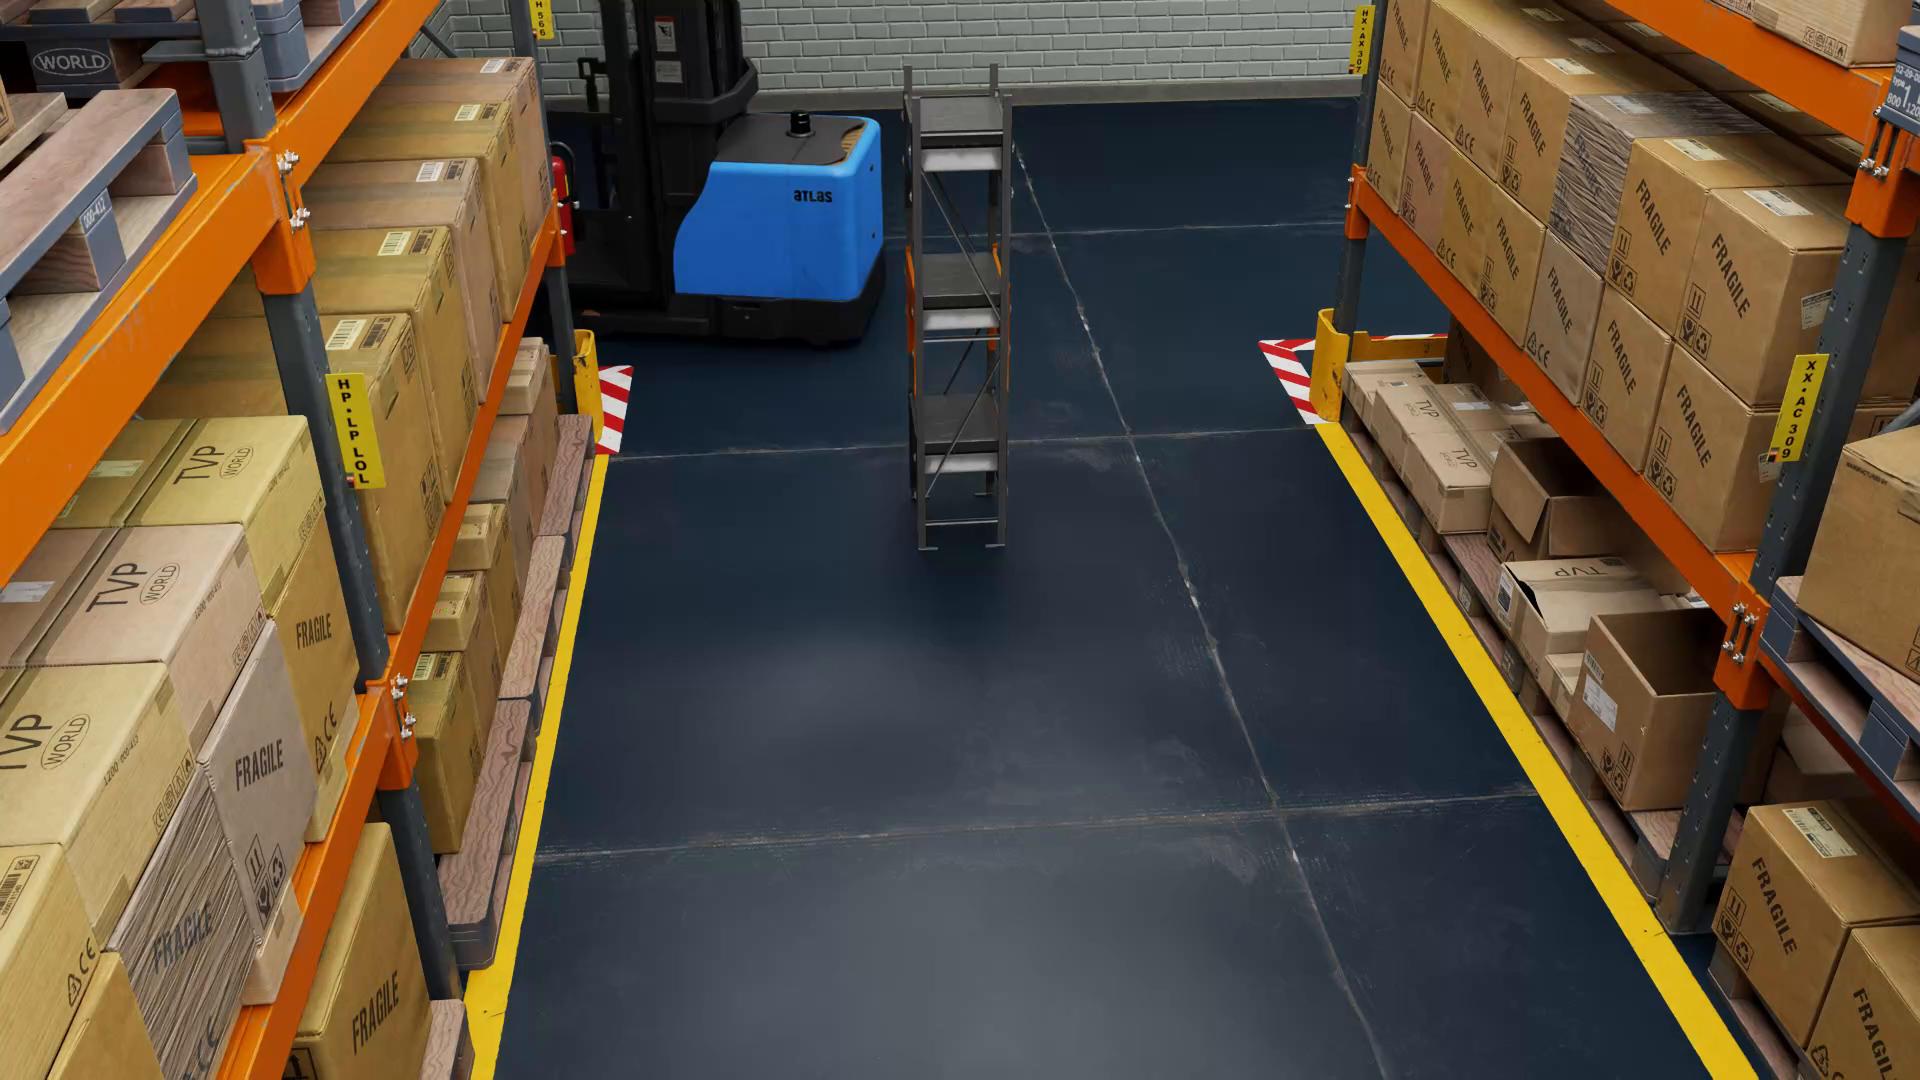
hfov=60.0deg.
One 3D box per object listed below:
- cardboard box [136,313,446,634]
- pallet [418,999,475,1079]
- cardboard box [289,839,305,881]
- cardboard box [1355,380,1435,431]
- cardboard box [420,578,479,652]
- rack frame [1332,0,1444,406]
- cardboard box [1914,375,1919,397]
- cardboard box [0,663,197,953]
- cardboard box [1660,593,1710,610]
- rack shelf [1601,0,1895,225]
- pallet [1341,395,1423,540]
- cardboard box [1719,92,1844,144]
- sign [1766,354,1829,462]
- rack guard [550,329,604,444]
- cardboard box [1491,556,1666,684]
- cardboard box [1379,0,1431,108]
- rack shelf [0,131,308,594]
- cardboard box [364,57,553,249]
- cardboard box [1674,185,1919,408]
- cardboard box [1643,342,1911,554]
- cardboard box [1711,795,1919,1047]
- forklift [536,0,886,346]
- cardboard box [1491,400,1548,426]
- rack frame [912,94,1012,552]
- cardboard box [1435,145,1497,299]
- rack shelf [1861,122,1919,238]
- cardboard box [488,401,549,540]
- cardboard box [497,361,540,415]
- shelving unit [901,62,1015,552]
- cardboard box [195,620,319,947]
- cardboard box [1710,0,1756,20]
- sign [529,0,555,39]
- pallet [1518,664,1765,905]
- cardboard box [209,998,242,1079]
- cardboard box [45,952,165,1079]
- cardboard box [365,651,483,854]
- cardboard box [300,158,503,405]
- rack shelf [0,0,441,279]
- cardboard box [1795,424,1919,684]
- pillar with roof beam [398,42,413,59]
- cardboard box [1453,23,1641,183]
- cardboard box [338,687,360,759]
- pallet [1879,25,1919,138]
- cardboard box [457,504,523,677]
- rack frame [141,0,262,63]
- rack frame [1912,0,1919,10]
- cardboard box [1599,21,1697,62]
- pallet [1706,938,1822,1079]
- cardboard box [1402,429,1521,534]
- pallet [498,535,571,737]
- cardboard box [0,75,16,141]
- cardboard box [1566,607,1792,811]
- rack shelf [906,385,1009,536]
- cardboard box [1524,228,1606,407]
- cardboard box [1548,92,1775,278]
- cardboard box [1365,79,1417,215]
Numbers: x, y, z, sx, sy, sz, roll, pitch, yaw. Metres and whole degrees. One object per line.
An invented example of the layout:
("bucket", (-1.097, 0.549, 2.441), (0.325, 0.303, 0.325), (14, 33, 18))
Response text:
("cardboard box", (-2.114, -0.187, 4.845), (0.980, 0.700, 0.700), (-2, 31, -4))
("pallet", (-1.933, 1.807, 4.519), (1.003, 0.211, 1.213), (-3, 31, -5))
("cardboard box", (-1.740, 0.740, 3.812), (0.380, 0.149, 0.250), (-2, 31, -3))
("cardboard box", (2.199, -0.676, 8.291), (0.380, 0.166, 0.250), (-3, 31, -5))
("cardboard box", (-1.898, 0.264, 5.779), (0.380, 0.149, 0.250), (-2, 31, -3))
("rack frame", (2.478, -2.062, 8.277), (1.000, 3.000, 0.127), (-3, 31, -5))
("cardboard box", (3.088, -0.746, 5.001), (0.500, 0.500, 0.500), (-2, 31, -3))
("cardboard box", (-1.696, 0.467, 2.905), (0.500, 0.250, 0.500), (-2, 31, -4))
("cardboard box", (2.937, 0.342, 6.586), (0.380, 0.166, 0.250), (-3, 31, -5))
("rack shelf", (2.665, -2.020, 5.983), (1.077, 0.370, 4.000), (-3, 31, -5))
("pallet", (2.561, -0.419, 8.246), (1.003, 0.211, 1.213), (-3, 31, -5))
("cardboard box", (2.992, -1.272, 5.881), (0.500, 0.500, 0.500), (-4, 31, -6))
("sign", (2.312, -0.361, 4.586), (0.100, 0.325, 0.005), (-3, 31, -5))
("rack guard", (-2.456, -0.762, 8.538), (1.175, 0.500, 0.348), (-3, 31, -5))
("cardboard box", (2.446, 0.286, 6.540), (0.500, 0.311, 0.500), (-3, 31, -5))
("cardboard box", (2.257, -2.295, 7.594), (0.500, 0.500, 0.500), (-2, 31, -3))
("rack shelf", (-1.893, 0.262, 2.163), (1.077, 0.370, 4.000), (-3, 31, -5))
("cardboard box", (-2.396, -1.692, 7.364), (0.980, 0.700, 0.700), (-1, 31, -2))
("cardboard box", (2.547, -0.738, 4.987), (0.500, 0.500, 0.500), (-3, 31, -4))
("cardboard box", (2.550, -0.306, 5.239), (0.500, 0.500, 0.500), (-2, 31, -4))
("cardboard box", (2.655, 1.123, 4.953), (0.500, 0.500, 0.500), (-4, 31, -7))
("forklift", (-2.014, -2.694, 9.402), (3.031, 2.935, 1.130), (4, 31, 6))
("cardboard box", (2.722, -0.557, 8.092), (0.380, 0.166, 0.250), (-3, 31, -5))
("rack frame", (0.007, -0.861, 7.144), (0.400, 2.100, 0.015), (-3, 31, -5))
("cardboard box", (2.355, -1.346, 6.981), (0.500, 0.500, 0.500), (-3, 31, -5))
("rack shelf", (3.039, 0.023, 2.564), (1.077, 0.370, 4.000), (-3, 31, -5))
("cardboard box", (-2.242, -0.322, 7.392), (0.700, 0.500, 0.500), (-3, 31, -5))
("cardboard box", (-2.070, -0.668, 7.339), (0.380, 0.149, 0.250), (-2, 31, -3))
("shelving unit", (-0.015, -0.986, 7.353), (0.431, 2.100, 0.503), (-3, 31, -5))
("cardboard box", (-1.728, 0.524, 3.541), (0.500, 0.500, 0.500), (-3, 31, -4))
("cardboard box", (2.506, -1.734, 4.950), (0.500, 0.250, 0.500), (-3, 31, -5))
("sign", (-1.912, -2.440, 7.550), (0.100, 0.325, 0.005), (-3, 31, -5))
("pallet", (2.789, 0.827, 6.160), (1.003, 0.211, 1.213), (-3, 31, -5))
("cardboard box", (-1.700, 1.000, 3.376), (0.380, 0.149, 0.250), (-3, 31, -5))
("cardboard box", (-1.638, 1.036, 2.684), (0.500, 0.500, 0.500), (-2, 31, -3))
("cardboard box", (-2.048, 0.726, 5.638), (0.700, 0.500, 0.500), (-2, 31, -4))
("cardboard box", (-2.255, -0.931, 6.091), (0.980, 0.700, 0.700), (-4, 31, -7))
("rack shelf", (-2.267, -1.780, 5.582), (1.077, 0.370, 4.000), (-3, 31, -5))
("cardboard box", (2.673, 0.010, 4.302), (0.700, 0.500, 0.500), (-13, 33, -21))
("pillar with roof beam", (0.719, -5.941, 8.922), (9.100, 9.000, 0.400), (-3, 31, -5))
("cardboard box", (2.355, -1.773, 6.720), (0.500, 0.500, 0.500), (-2, 31, -4))
("cardboard box", (-1.766, 0.478, 4.250), (0.380, 0.149, 0.250), (-2, 31, -4))
("pallet", (2.843, -0.890, 3.574), (1.213, 0.211, 1.003), (-3, 31, -5))
("cardboard box", (-2.137, 0.207, 6.507), (0.700, 0.500, 0.500), (-2, 31, -3))
("rack frame", (-2.080, -2.356, 2.919), (1.000, 3.000, 0.127), (-3, 31, -5))
("rack frame", (2.852, -2.595, 3.319), (1.000, 3.000, 0.127), (-3, 31, -5))
("cardboard box", (2.895, -1.798, 6.762), (0.500, 0.500, 0.500), (-2, 31, -3))
("pallet", (2.966, 1.591, 4.881), (1.003, 0.211, 1.213), (-3, 31, -5))
("cardboard box", (2.340, -0.269, 7.527), (0.500, 0.250, 0.500), (-3, 31, -5))
("pallet", (-2.190, 0.400, 6.874), (1.003, 0.211, 1.213), (-3, 31, -5))
("cardboard box", (-2.107, -0.845, 2.789), (0.700, 0.500, 0.500), (-4, 31, -7))
("cardboard box", (2.516, 0.587, 5.850), (0.500, 0.500, 0.500), (-3, 31, -5))
("rack shelf", (-0.015, -0.373, 7.719), (0.431, 0.518, 0.480), (-3, 31, -5))
("cardboard box", (2.450, -0.831, 6.118), (0.500, 0.500, 0.500), (-2, 31, -3))
("cardboard box", (2.449, -1.256, 5.856), (0.500, 0.500, 0.500), (-3, 31, -4))
("cardboard box", (2.257, -1.866, 7.851), (0.500, 0.500, 0.500), (-2, 31, -4))
